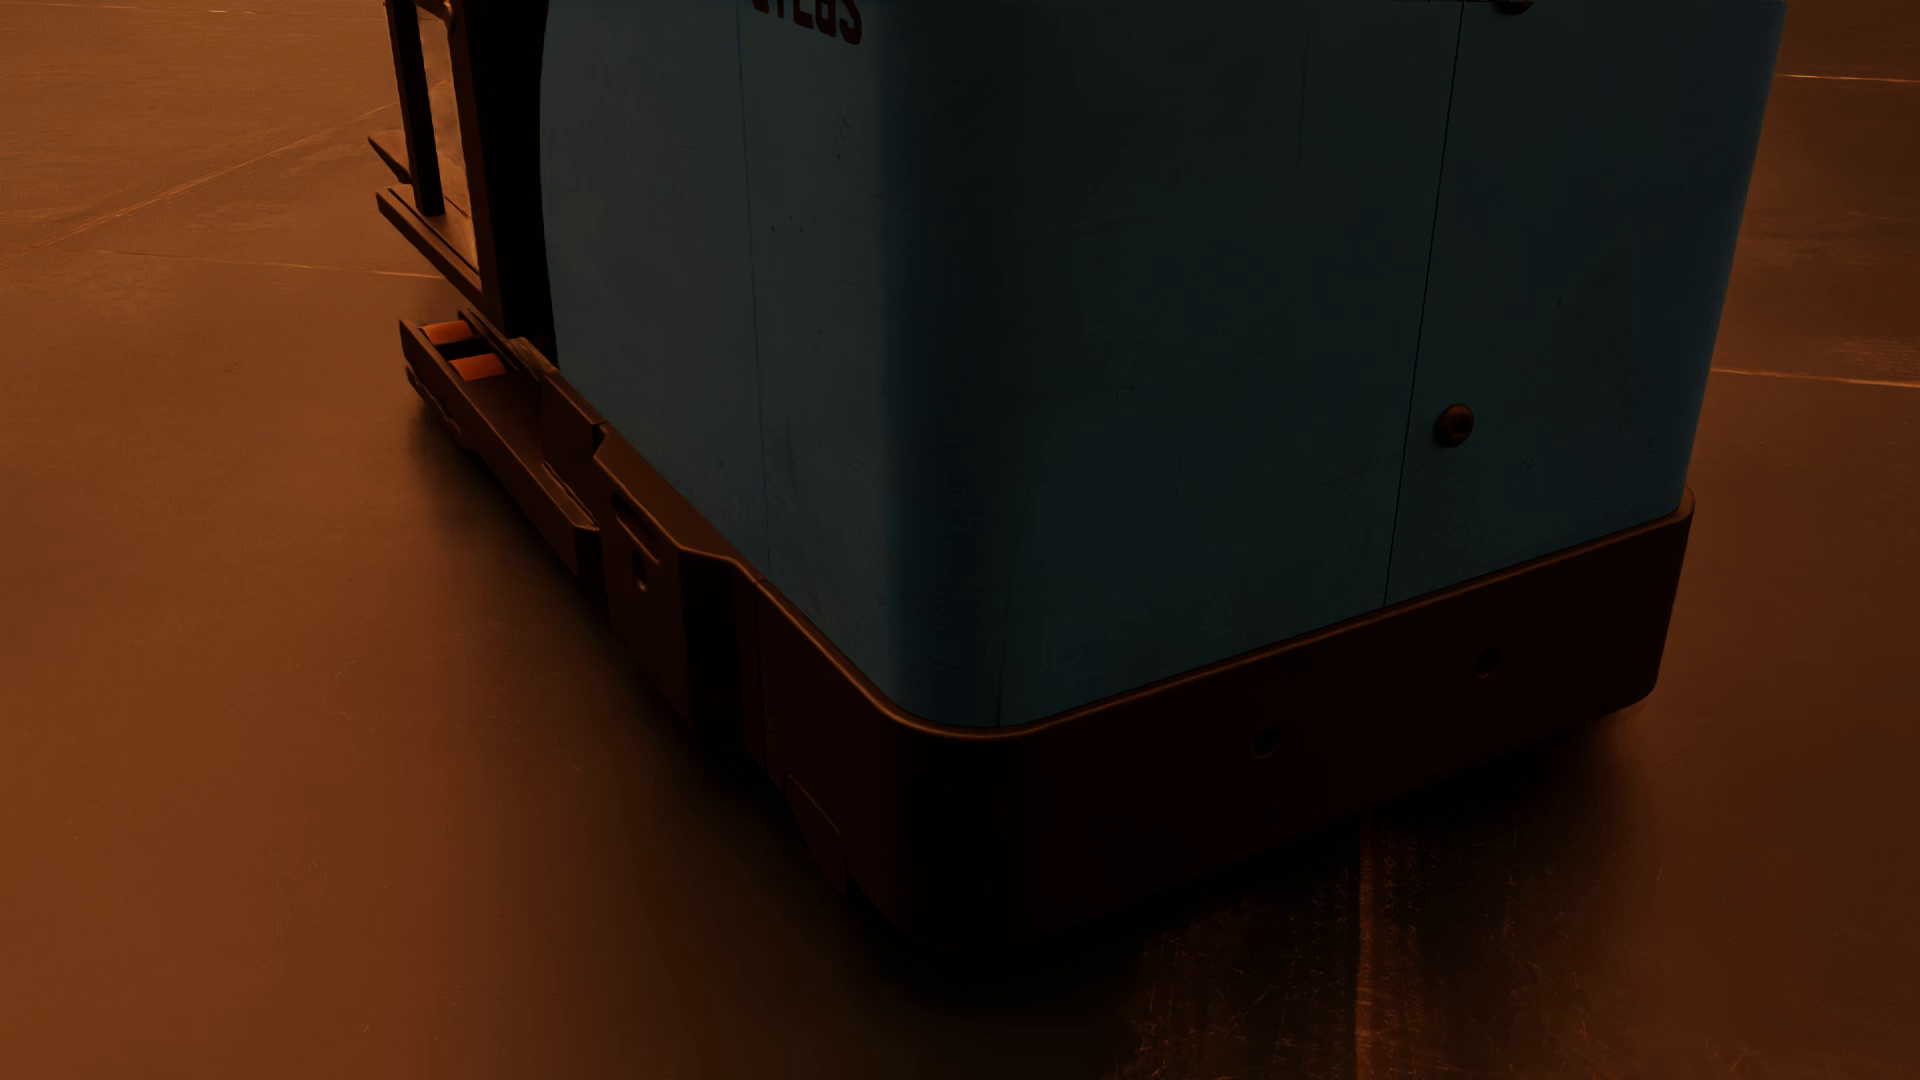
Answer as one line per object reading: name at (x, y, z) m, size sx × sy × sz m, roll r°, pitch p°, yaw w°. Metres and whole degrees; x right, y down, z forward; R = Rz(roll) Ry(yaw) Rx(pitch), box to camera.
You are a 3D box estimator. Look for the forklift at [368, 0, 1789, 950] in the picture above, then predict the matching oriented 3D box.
forklift at (-0.328, -1.547, 2.312) m, size 1.130 × 2.935 × 3.031 m, roll -15°, pitch 30°, yaw -27°
